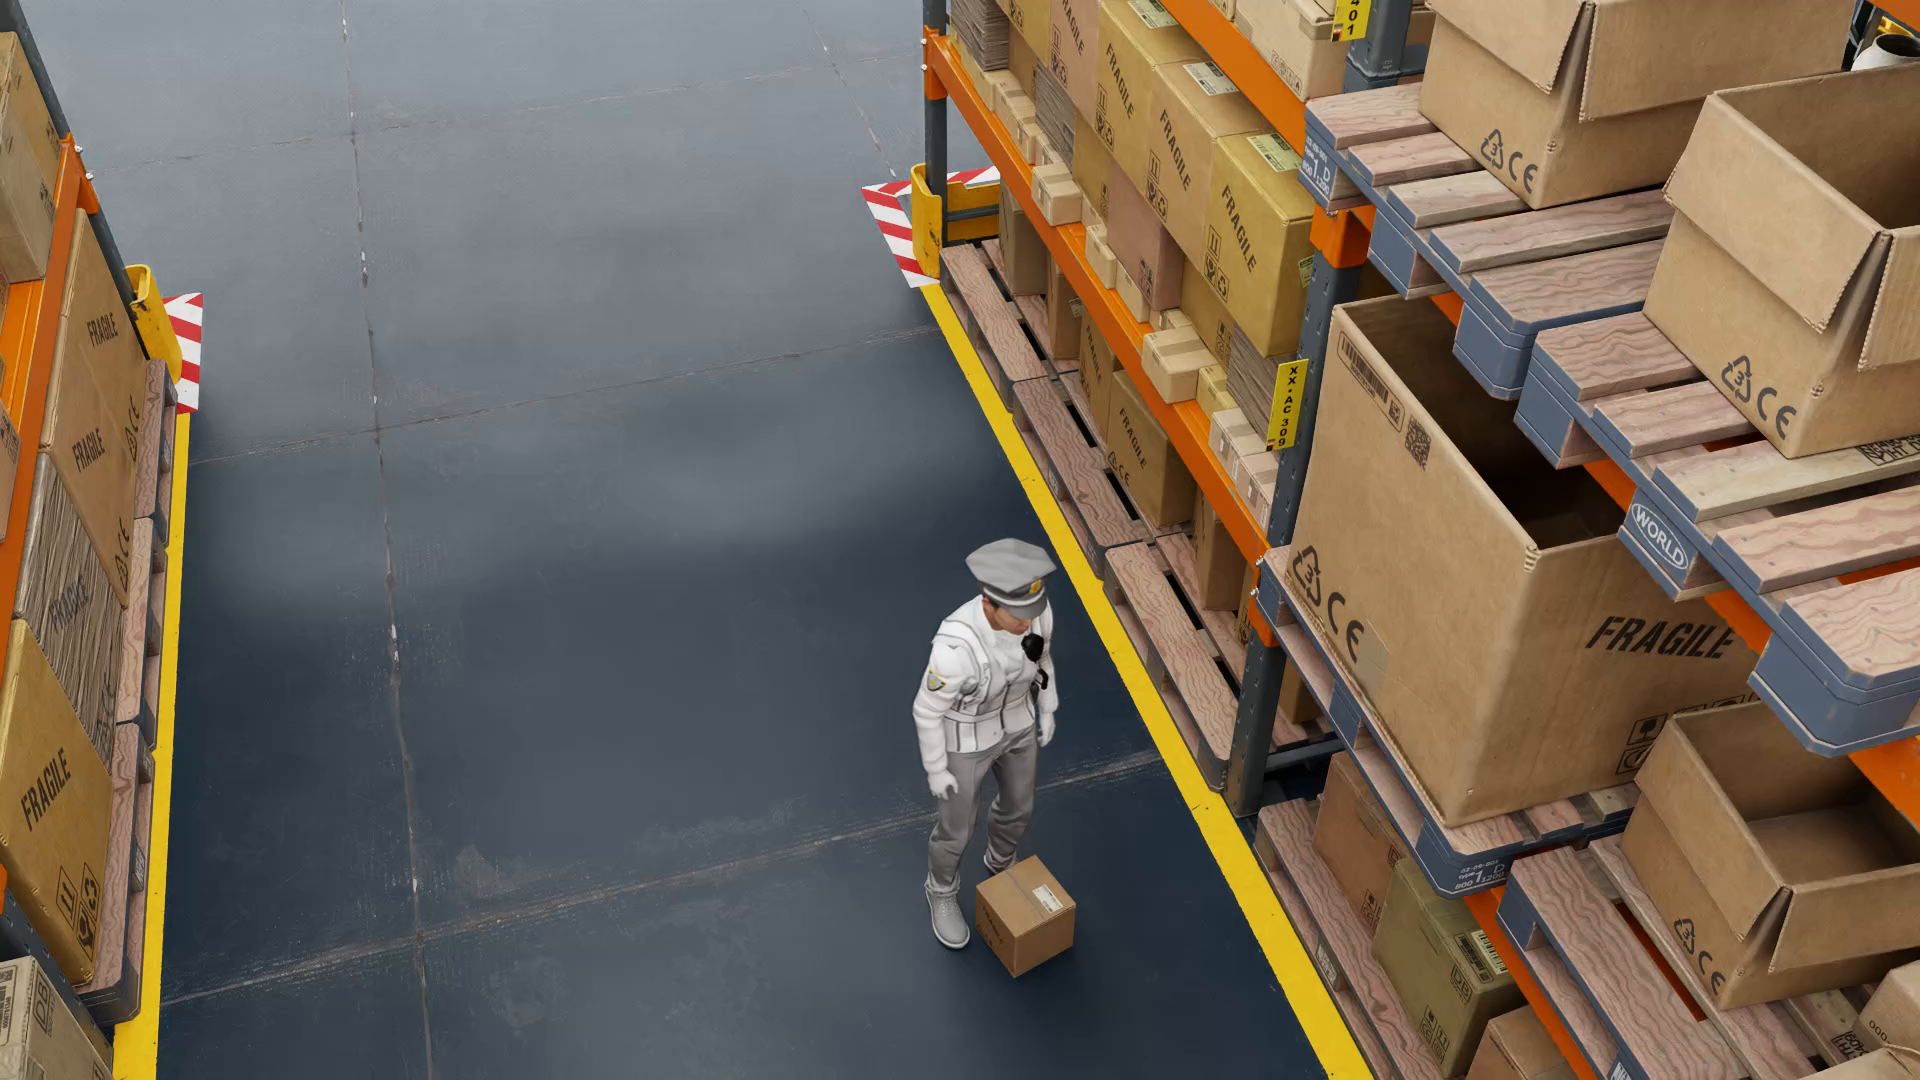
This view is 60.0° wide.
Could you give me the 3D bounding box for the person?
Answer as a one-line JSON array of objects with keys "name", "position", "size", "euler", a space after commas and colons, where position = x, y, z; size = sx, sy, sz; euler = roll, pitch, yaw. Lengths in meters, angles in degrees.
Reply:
[{"name": "person", "position": [0.097, 0.647, 5.453], "size": [0.540, 1.661, 0.374], "euler": [-25, 48, -25]}]
